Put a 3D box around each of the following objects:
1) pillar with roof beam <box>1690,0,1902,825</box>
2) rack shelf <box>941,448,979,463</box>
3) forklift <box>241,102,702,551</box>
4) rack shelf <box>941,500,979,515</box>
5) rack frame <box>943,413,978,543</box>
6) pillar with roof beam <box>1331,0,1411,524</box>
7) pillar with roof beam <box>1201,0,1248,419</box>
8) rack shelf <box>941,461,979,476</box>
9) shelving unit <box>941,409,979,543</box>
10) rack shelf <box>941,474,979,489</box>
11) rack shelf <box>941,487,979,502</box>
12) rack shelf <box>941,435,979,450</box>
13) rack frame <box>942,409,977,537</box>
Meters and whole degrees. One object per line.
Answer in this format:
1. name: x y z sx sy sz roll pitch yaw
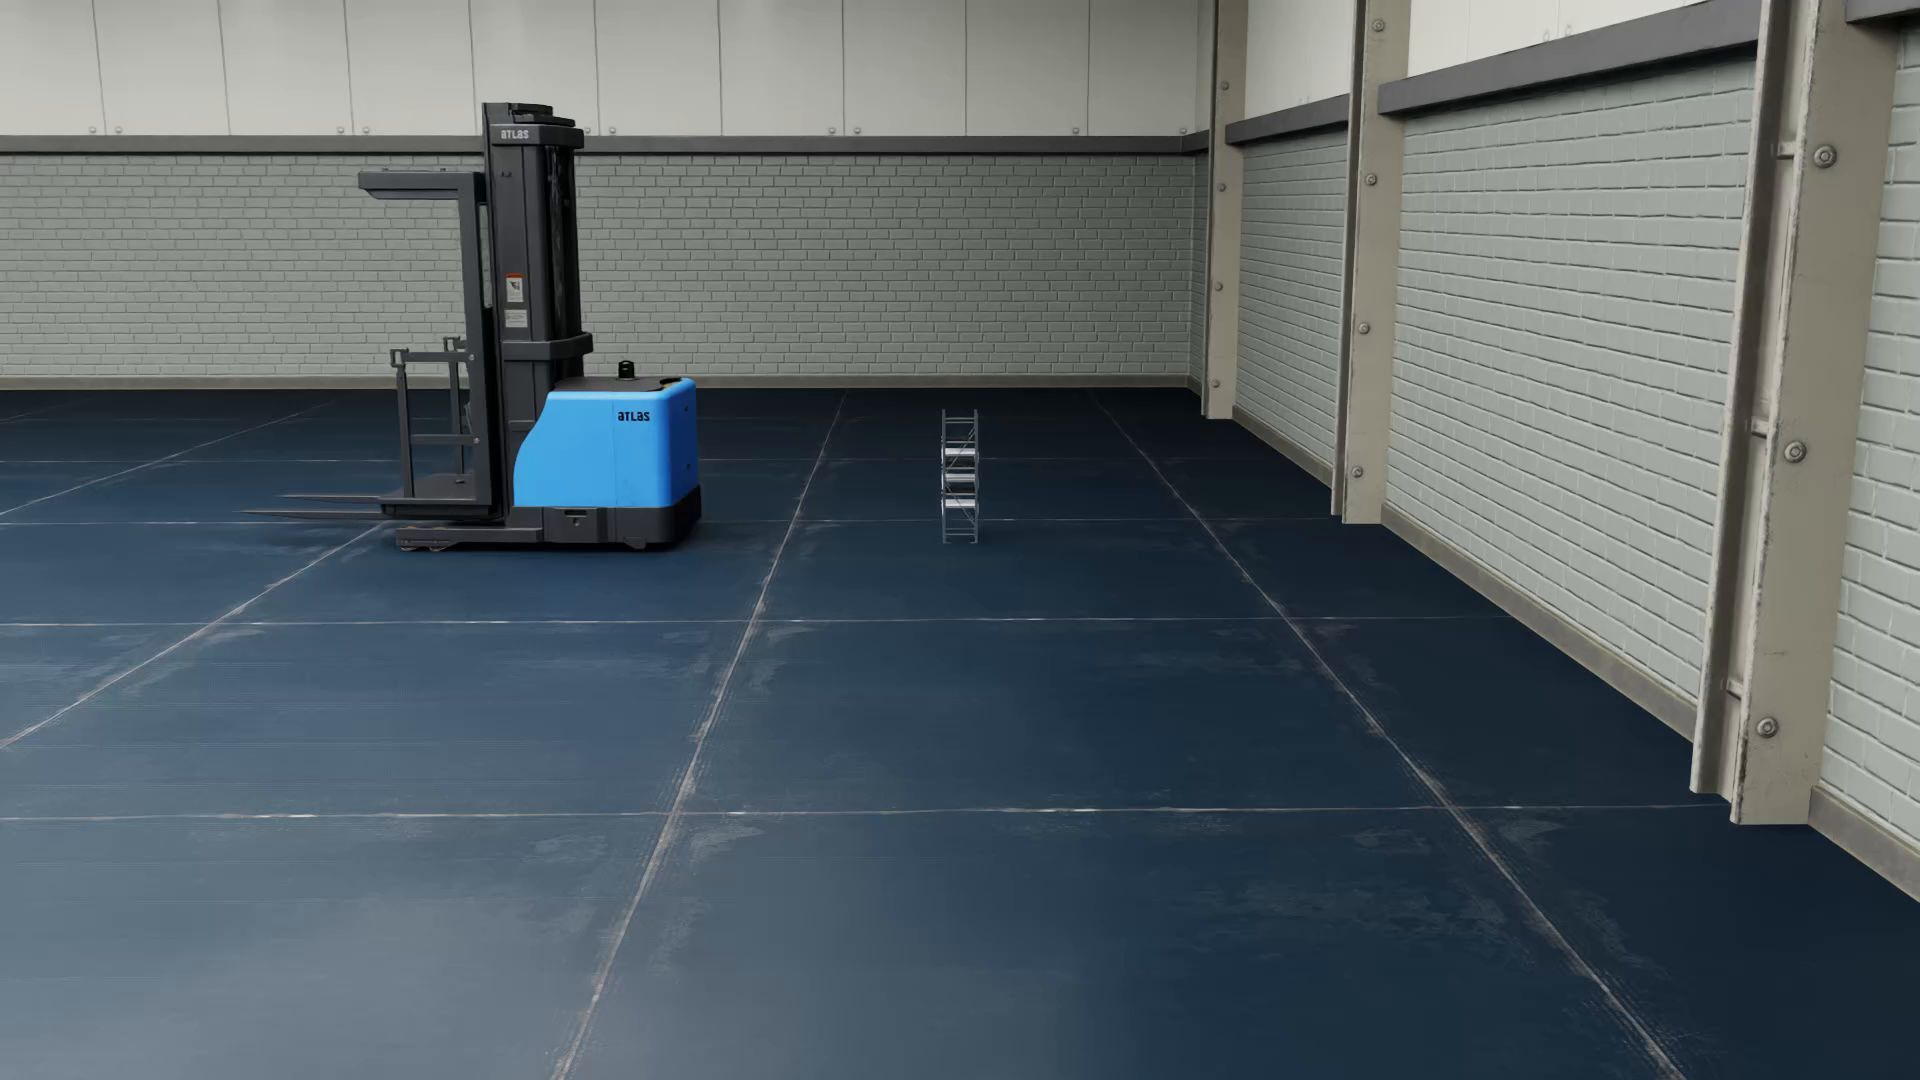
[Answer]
1. pillar with roof beam: -1.227 -3.360 5.487 9.100 9.000 0.400 0 11 -1
2. rack shelf: 0.000 -0.583 11.433 0.258 0.077 0.200 0 11 -1
3. forklift: -3.403 -1.464 11.403 3.031 2.935 1.130 1 11 3
4. rack shelf: 0.000 -0.230 11.504 0.258 0.077 0.200 0 11 -1
5. rack frame: 0.002 -0.419 11.362 0.240 0.900 0.006 0 11 -1
6. pillar with roof beam: -1.351 -4.552 11.366 9.100 9.000 0.400 0 11 -1
7. pillar with roof beam: -1.475 -5.745 17.244 9.100 9.000 0.400 0 11 -1
8. rack shelf: 0.000 -0.495 11.450 0.258 0.077 0.200 0 11 -1
9. shelving unit: 0.000 -0.439 11.462 0.258 0.900 0.210 0 11 -1
10. rack shelf: 0.000 -0.407 11.468 0.258 0.077 0.200 0 11 -1
11. rack shelf: 0.000 -0.319 11.486 0.258 0.077 0.200 0 11 -1
12. rack shelf: 0.000 -0.671 11.415 0.258 0.077 0.200 0 11 -1
13. rack frame: -0.002 -0.460 11.561 0.240 0.900 0.006 0 11 -1
